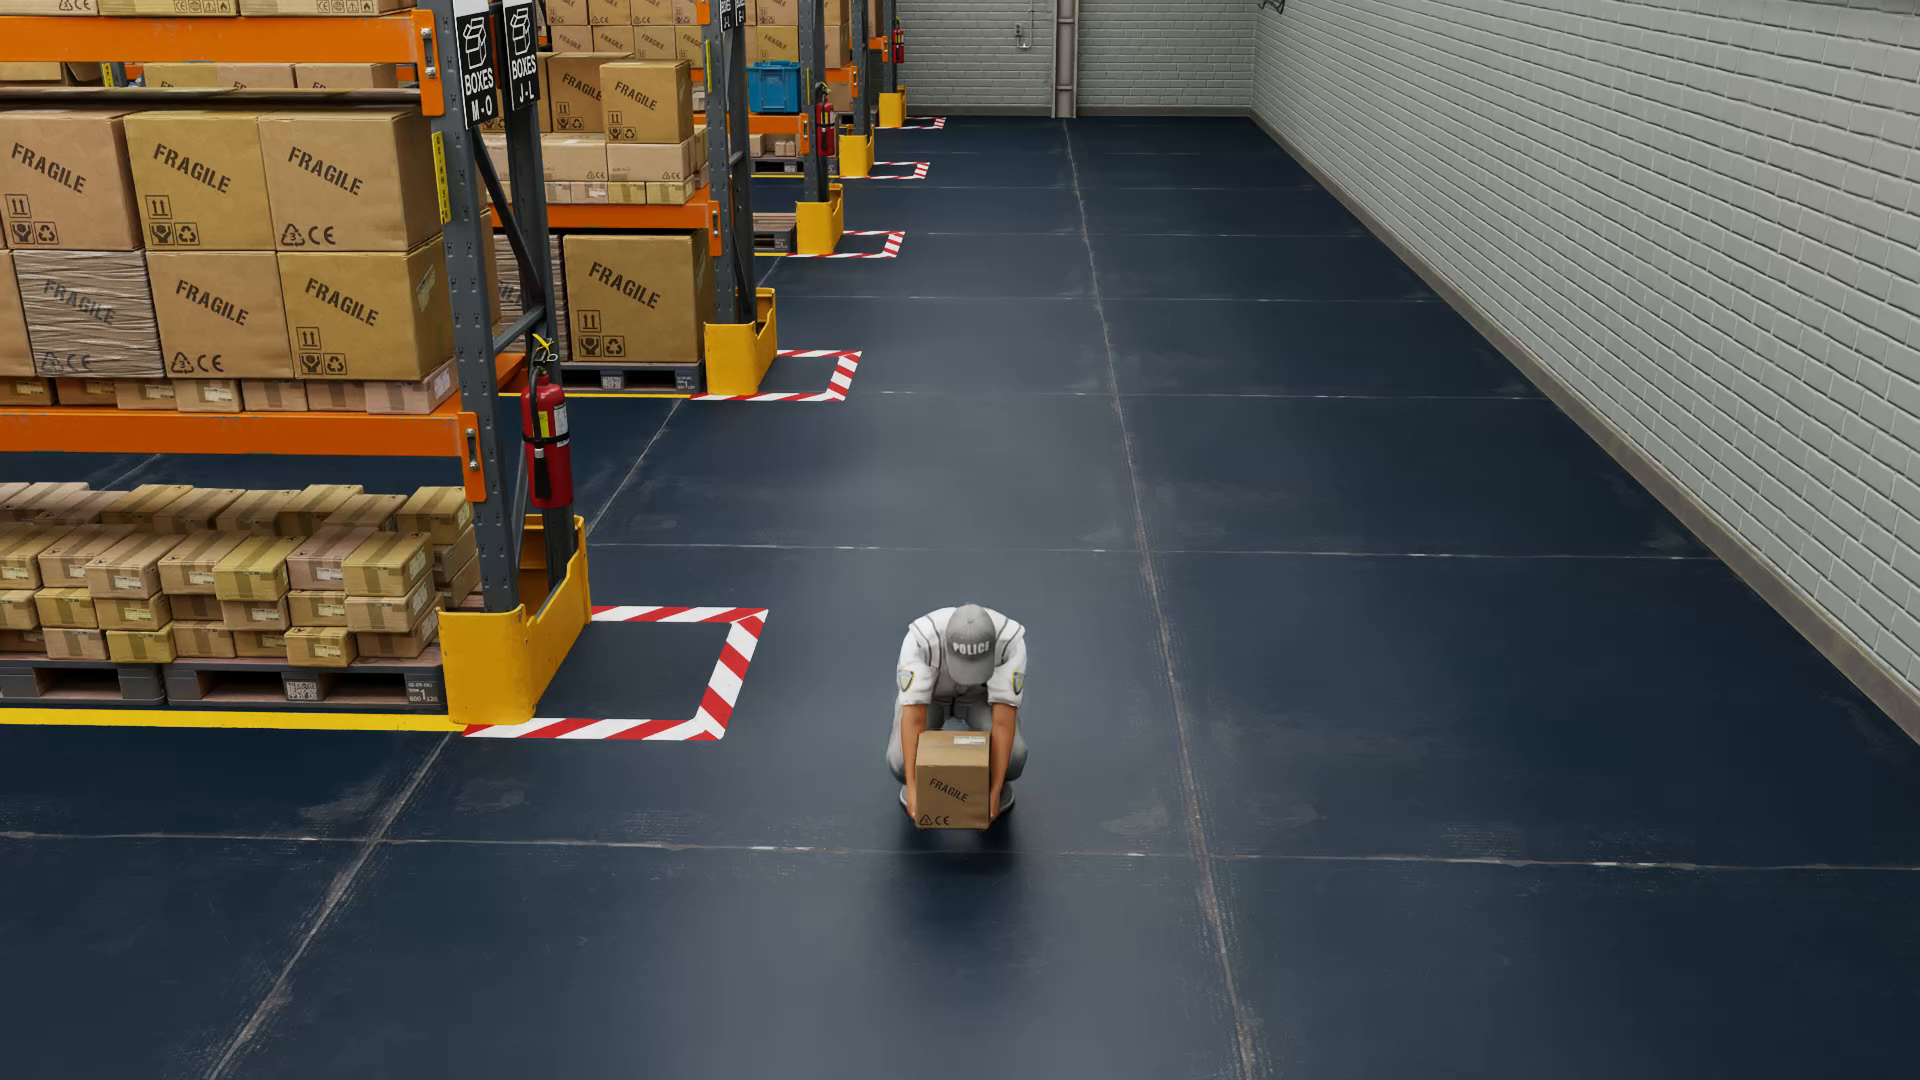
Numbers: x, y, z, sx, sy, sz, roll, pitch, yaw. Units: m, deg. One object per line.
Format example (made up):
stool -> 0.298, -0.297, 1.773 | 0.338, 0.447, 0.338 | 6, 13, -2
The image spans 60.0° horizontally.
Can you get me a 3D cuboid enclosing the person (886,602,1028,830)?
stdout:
person -> -0.009, 0.582, 6.078 | 0.517, 0.953, 0.865 | 0, 21, 1
